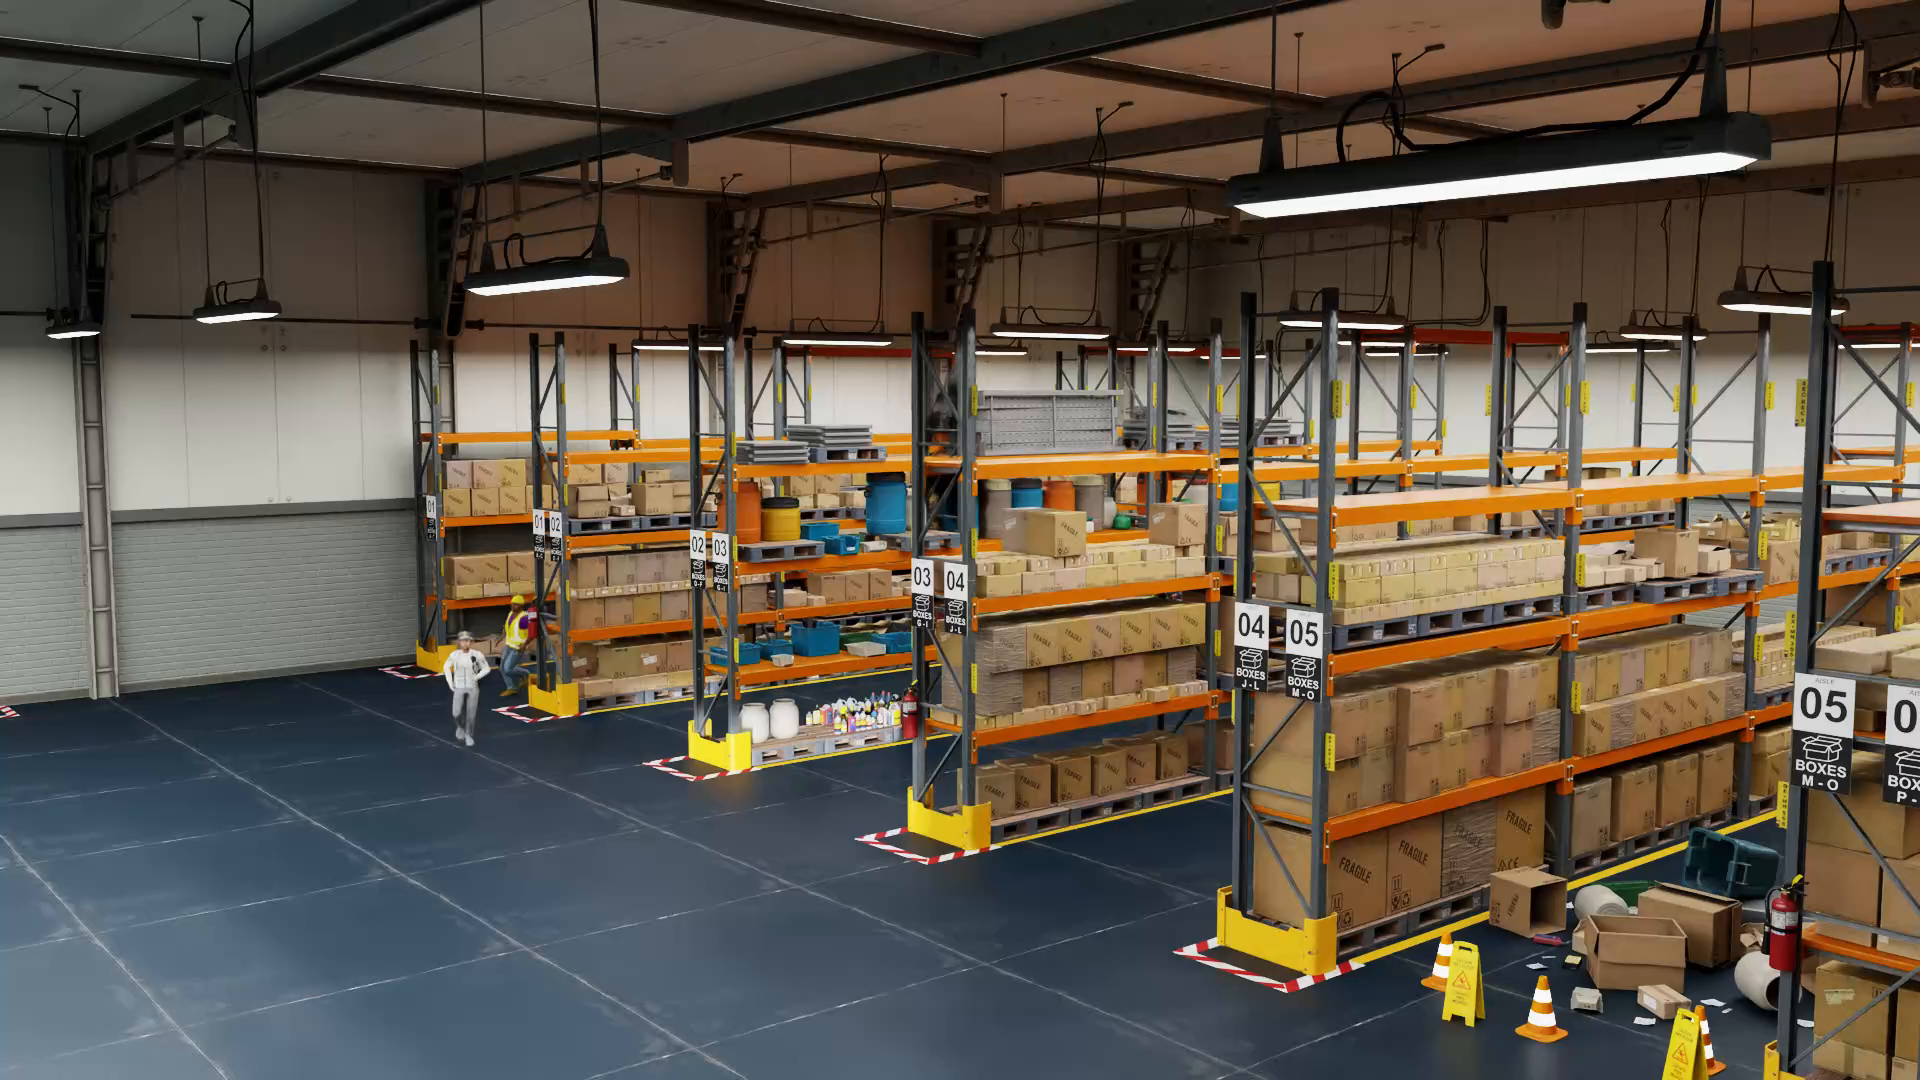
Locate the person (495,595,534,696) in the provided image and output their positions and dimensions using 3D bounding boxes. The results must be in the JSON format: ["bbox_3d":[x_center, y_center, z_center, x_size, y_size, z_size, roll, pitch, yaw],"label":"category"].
[{"bbox_3d":[-7.381,1.769,27.735,0.750,1.706,0.554,5,7,41],"label":"person"}]

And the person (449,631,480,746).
[{"bbox_3d":[-7.097,2.130,23.814,0.486,1.669,0.509,-1,5,-8],"label":"person"}]
